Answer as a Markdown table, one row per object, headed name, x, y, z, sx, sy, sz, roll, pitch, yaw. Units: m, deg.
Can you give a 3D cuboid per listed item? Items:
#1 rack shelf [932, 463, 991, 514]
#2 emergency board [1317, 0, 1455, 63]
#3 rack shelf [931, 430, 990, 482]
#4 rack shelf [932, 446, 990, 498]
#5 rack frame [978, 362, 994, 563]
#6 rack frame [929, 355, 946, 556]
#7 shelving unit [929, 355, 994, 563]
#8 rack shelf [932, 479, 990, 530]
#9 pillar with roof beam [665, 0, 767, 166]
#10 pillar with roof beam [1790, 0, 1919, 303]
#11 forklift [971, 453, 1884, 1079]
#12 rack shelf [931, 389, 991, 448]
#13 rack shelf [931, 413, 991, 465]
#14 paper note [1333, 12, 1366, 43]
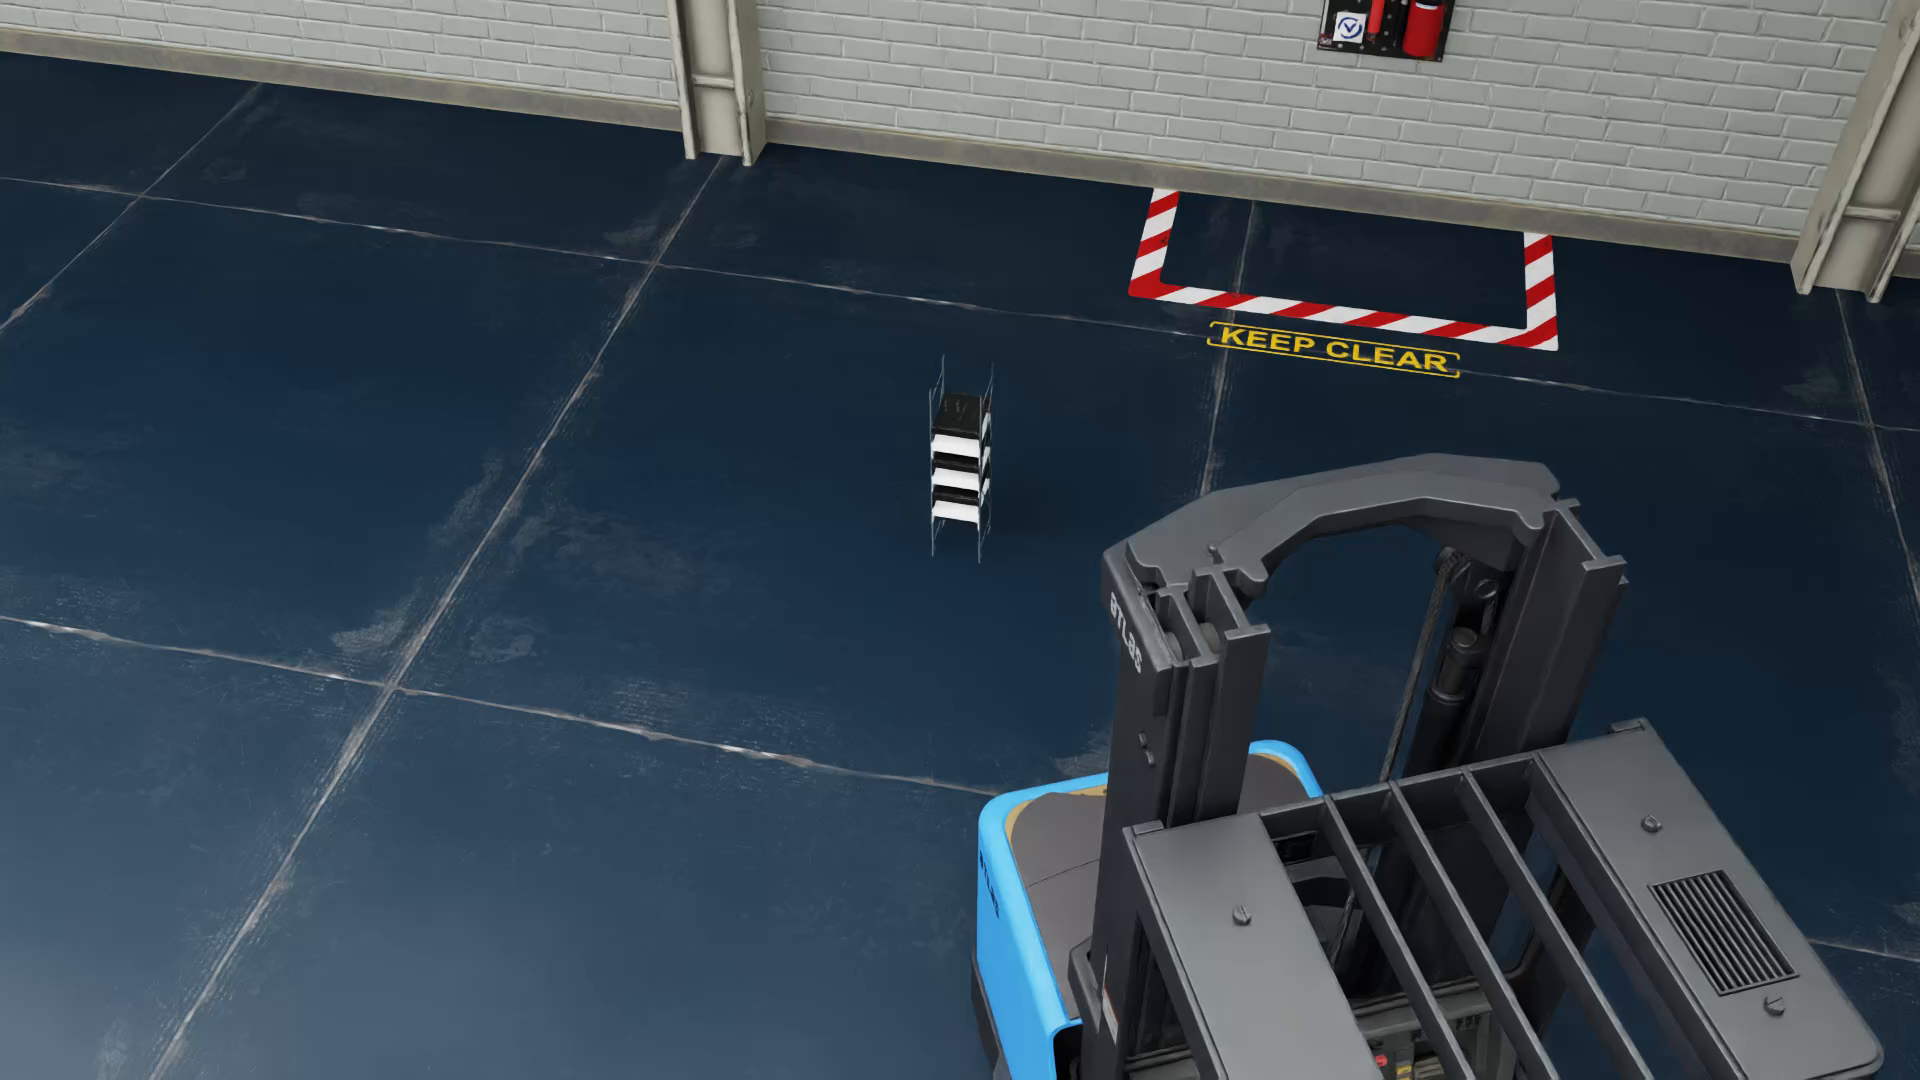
| name | x | y | z | sx | sy | sz | roll | pitch | yaw |
| --- | --- | --- | --- | --- | --- | --- | --- | --- | --- |
| rack shelf | 0.008 | -0.234 | 6.982 | 0.200 | 0.077 | 0.258 | 9 | 45 | 9 |
| emergency board | 2.116 | -2.820 | 7.976 | 0.643 | 1.169 | 0.194 | 9 | 45 | 9 |
| rack shelf | 0.008 | -0.364 | 6.857 | 0.200 | 0.077 | 0.258 | 9 | 45 | 9 |
| rack shelf | 0.008 | -0.299 | 6.920 | 0.200 | 0.077 | 0.258 | 9 | 45 | 9 |
| rack frame | 0.107 | -0.308 | 6.881 | 0.006 | 0.900 | 0.240 | 9 | 45 | 9 |
| rack frame | -0.091 | -0.338 | 6.913 | 0.006 | 0.900 | 0.240 | 9 | 45 | 9 |
| shelving unit | 0.008 | -0.323 | 6.897 | 0.210 | 0.900 | 0.258 | 9 | 45 | 9 |
| rack shelf | 0.008 | -0.169 | 7.045 | 0.200 | 0.077 | 0.258 | 9 | 45 | 9 |
| pillar with roof beam | -2.276 | -2.576 | 3.397 | 0.400 | 9.000 | 9.100 | 9 | 45 | 9 |
| pillar with roof beam | 3.580 | -1.668 | 2.454 | 0.400 | 9.000 | 9.100 | 9 | 45 | 9 |
| forklift | 0.898 | 1.383 | 3.659 | 1.130 | 2.935 | 3.031 | -10 | 45 | -10 |
| rack shelf | 0.008 | -0.493 | 6.733 | 0.200 | 0.077 | 0.258 | 9 | 45 | 9 |
| rack shelf | 0.008 | -0.429 | 6.795 | 0.200 | 0.077 | 0.258 | 9 | 45 | 9 |
| paper note | 1.959 | -2.576 | 8.358 | 0.142 | 0.148 | 0.016 | 9 | 45 | 9 |
